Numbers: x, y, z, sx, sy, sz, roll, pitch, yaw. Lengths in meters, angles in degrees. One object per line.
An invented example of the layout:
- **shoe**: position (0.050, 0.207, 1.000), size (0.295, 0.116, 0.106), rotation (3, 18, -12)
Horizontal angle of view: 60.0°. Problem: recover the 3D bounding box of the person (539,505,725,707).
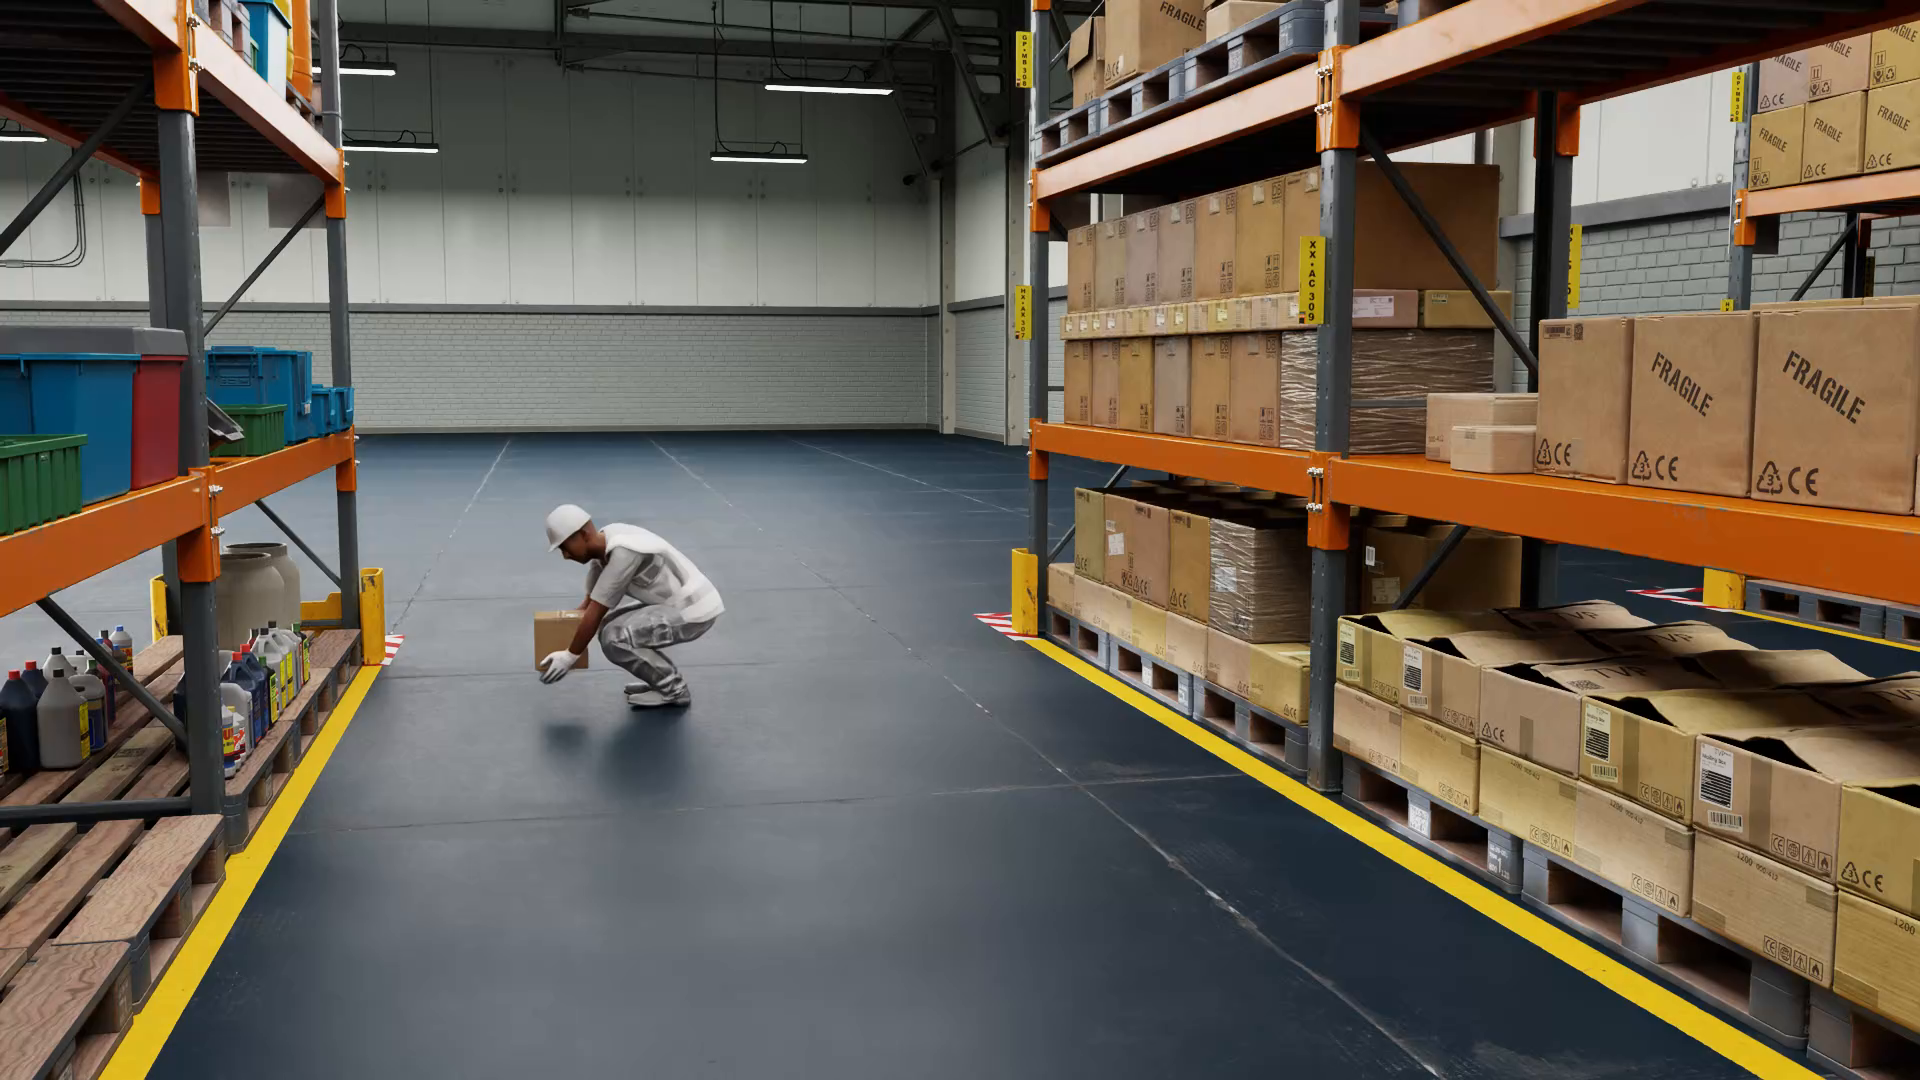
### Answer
- **person**: position (-1.609, 0.313, 8.138), size (0.897, 0.993, 0.578), rotation (-1, 6, -14)
